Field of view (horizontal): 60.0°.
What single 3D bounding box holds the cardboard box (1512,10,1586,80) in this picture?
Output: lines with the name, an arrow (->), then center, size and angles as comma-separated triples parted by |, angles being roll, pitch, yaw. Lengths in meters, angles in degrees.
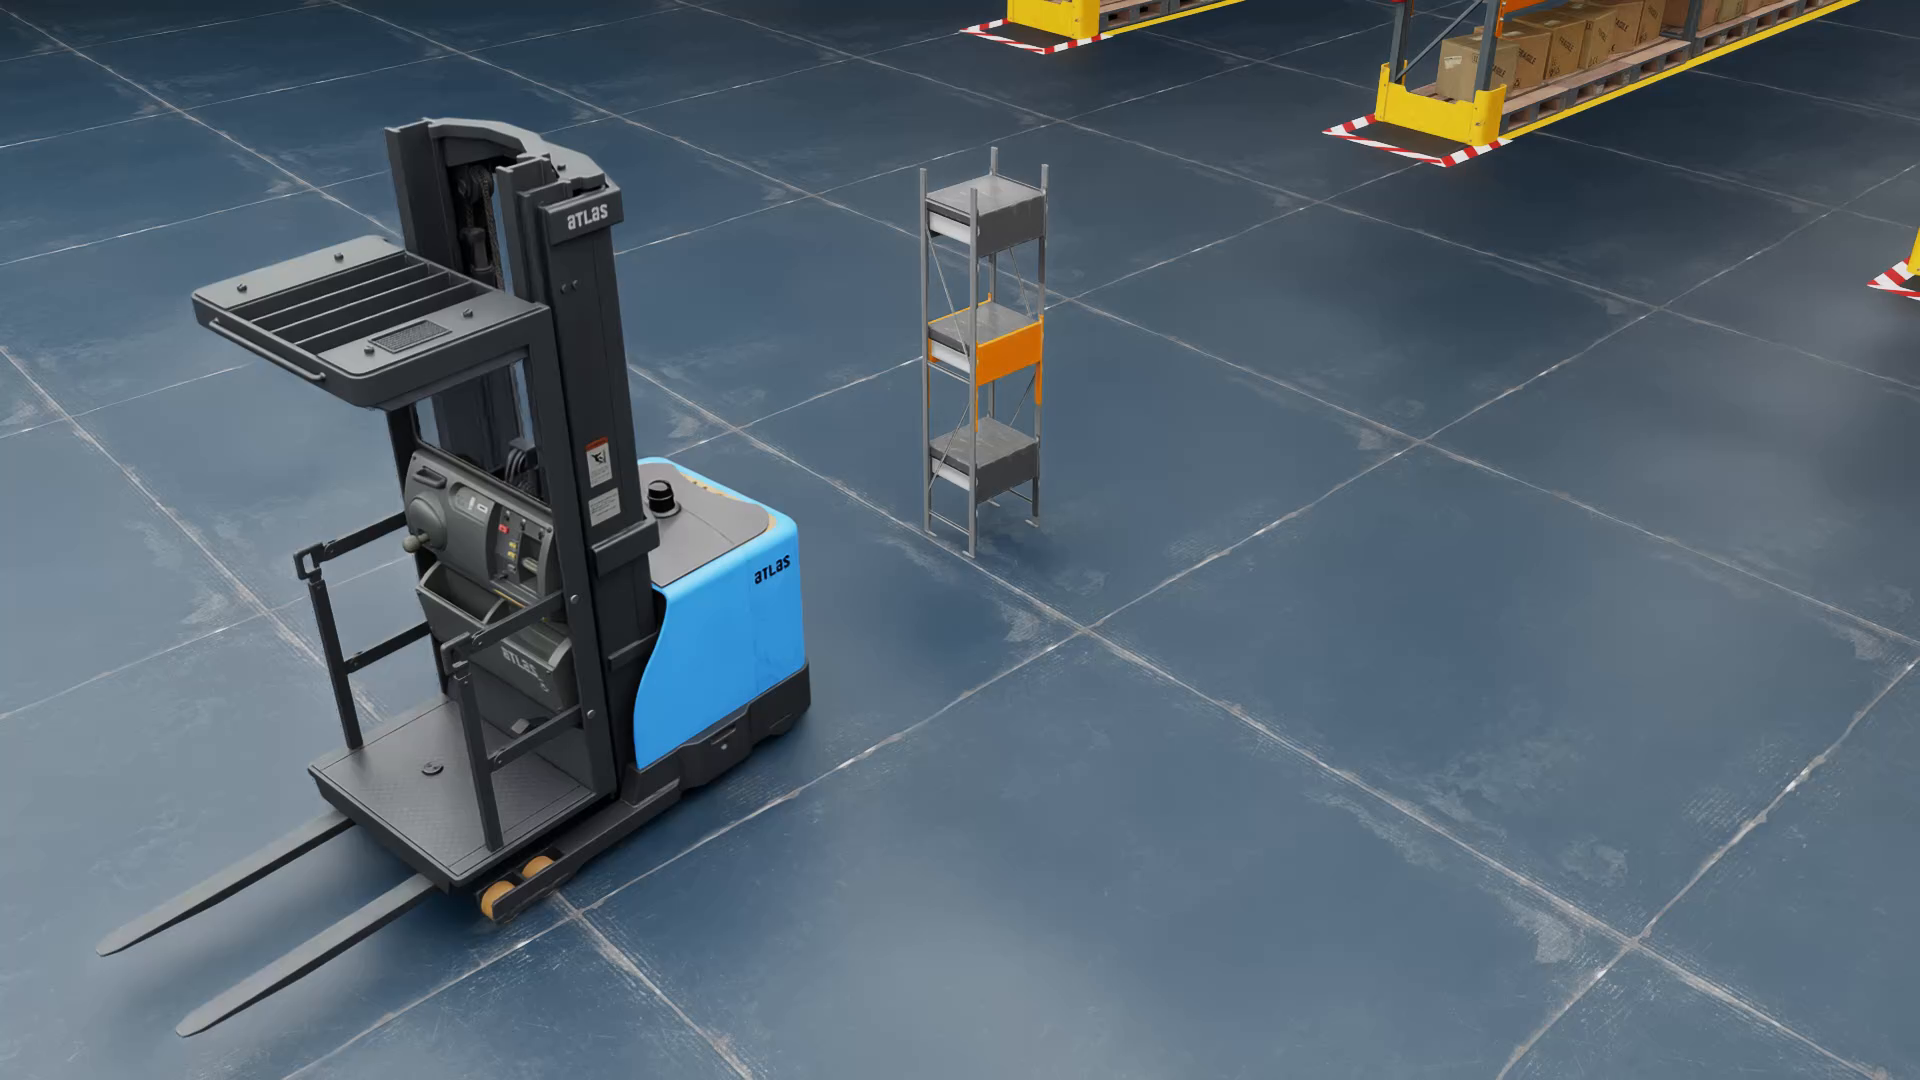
cardboard box -> 5.735, -4.860, 16.317 | 0.500, 0.500, 0.500 | -22, 38, -31

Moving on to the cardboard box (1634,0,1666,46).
cardboard box -> 6.991, -5.498, 17.359 | 0.500, 0.500, 0.500 | -27, 41, -37

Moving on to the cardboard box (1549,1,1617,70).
cardboard box -> 6.175, -5.041, 16.613 | 0.500, 0.500, 0.500 | 25, 39, 35

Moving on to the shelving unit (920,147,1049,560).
shelving unit -> 0.121, -0.955, 8.798 | 0.503, 2.100, 0.431 | -26, 40, -35

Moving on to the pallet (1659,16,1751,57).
pallet -> 7.882, -5.599, 18.203 | 1.213, 0.211, 1.003 | -26, 40, -35

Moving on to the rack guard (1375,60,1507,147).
rack guard -> 4.434, -4.053, 15.399 | 0.348, 0.500, 1.175 | -26, 40, -35

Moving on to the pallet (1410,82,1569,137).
pallet -> 5.054, -4.205, 15.924 | 1.213, 0.211, 1.003 | -26, 40, -35

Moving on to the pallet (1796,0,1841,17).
pallet -> 9.671, -6.464, 19.619 | 1.213, 0.211, 1.003 | -26, 40, -35

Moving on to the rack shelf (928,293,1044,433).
rack shelf -> 0.121, -0.943, 8.805 | 0.480, 0.518, 0.431 | -26, 40, -35

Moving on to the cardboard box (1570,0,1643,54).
cardboard box -> 6.576, -5.292, 17.022 | 0.500, 0.500, 0.500 | -13, 34, -21

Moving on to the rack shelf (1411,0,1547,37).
rack shelf -> 5.845, -5.495, 16.051 | 4.000, 0.370, 1.077 | -26, 40, -35

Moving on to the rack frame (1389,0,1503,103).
rack frame -> 4.379, -5.093, 14.703 | 0.127, 3.000, 1.000 | -26, 40, -35

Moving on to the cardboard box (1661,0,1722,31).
cardboard box -> 7.777, -5.842, 17.903 | 0.700, 0.500, 0.500 | 26, 40, 35

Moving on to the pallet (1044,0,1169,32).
pallet -> 1.634, -6.129, 19.070 | 1.213, 0.211, 1.003 | -26, 40, -35

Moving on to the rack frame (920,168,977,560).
rack frame -> -0.058, -0.868, 8.657 | 0.015, 2.100, 0.400 | -26, 40, -35

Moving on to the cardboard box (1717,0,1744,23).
cardboard box -> 8.139, -6.004, 18.168 | 0.500, 0.500, 0.700 | -26, 40, -36

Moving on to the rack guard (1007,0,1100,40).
rack guard -> 1.035, -5.966, 18.527 | 0.348, 0.500, 1.175 | -26, 40, -35

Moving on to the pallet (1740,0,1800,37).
pallet -> 8.777, -6.033, 18.915 | 1.213, 0.211, 1.003 | -26, 40, -35

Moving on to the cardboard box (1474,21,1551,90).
cardboard box -> 5.263, -4.646, 15.966 | 0.500, 0.500, 0.500 | -15, 35, -23

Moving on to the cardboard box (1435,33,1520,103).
cardboard box -> 4.848, -4.420, 15.597 | 0.500, 0.500, 0.500 | -18, 36, -27

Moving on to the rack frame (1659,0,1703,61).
rack frame -> 7.312, -6.511, 17.023 | 0.127, 3.000, 1.000 | -26, 40, -35

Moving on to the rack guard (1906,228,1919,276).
rack guard -> 7.659, -2.084, 12.180 | 0.348, 0.500, 1.175 | -26, 40, -35

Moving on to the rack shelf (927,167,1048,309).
rack shelf -> 0.121, -1.540, 8.440 | 0.480, 0.518, 0.431 | -26, 40, -35

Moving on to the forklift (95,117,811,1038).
forklift -> -2.042, -0.001, 6.442 | 1.130, 2.935, 3.031 | 24, 39, 34

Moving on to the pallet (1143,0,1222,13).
pallet -> 2.528, -6.559, 19.775 | 1.213, 0.211, 1.003 | -26, 40, -35

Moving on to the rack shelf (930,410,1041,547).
rack shelf -> 0.121, -0.346, 9.171 | 0.480, 0.518, 0.431 | -26, 40, -35

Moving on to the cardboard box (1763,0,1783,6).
cardboard box -> 8.958, -6.401, 18.817 | 0.500, 0.500, 0.700 | -22, 38, -32

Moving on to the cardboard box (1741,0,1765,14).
cardboard box -> 8.549, -6.203, 18.493 | 0.700, 0.500, 0.500 | 25, 40, 35

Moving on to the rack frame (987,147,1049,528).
rack frame -> 0.300, -1.041, 8.940 | 0.015, 2.100, 0.400 | -26, 40, -35

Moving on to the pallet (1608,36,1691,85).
pallet -> 6.843, -5.070, 17.339 | 1.213, 0.211, 1.003 | -26, 40, -35

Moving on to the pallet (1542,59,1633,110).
pallet -> 5.948, -4.635, 16.628 | 1.213, 0.211, 1.003 | -26, 40, -35

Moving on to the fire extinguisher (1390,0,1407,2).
fire extinguisher -> 3.981, -5.195, 14.945 | 0.183, 0.674, 0.296 | -26, 40, -35
